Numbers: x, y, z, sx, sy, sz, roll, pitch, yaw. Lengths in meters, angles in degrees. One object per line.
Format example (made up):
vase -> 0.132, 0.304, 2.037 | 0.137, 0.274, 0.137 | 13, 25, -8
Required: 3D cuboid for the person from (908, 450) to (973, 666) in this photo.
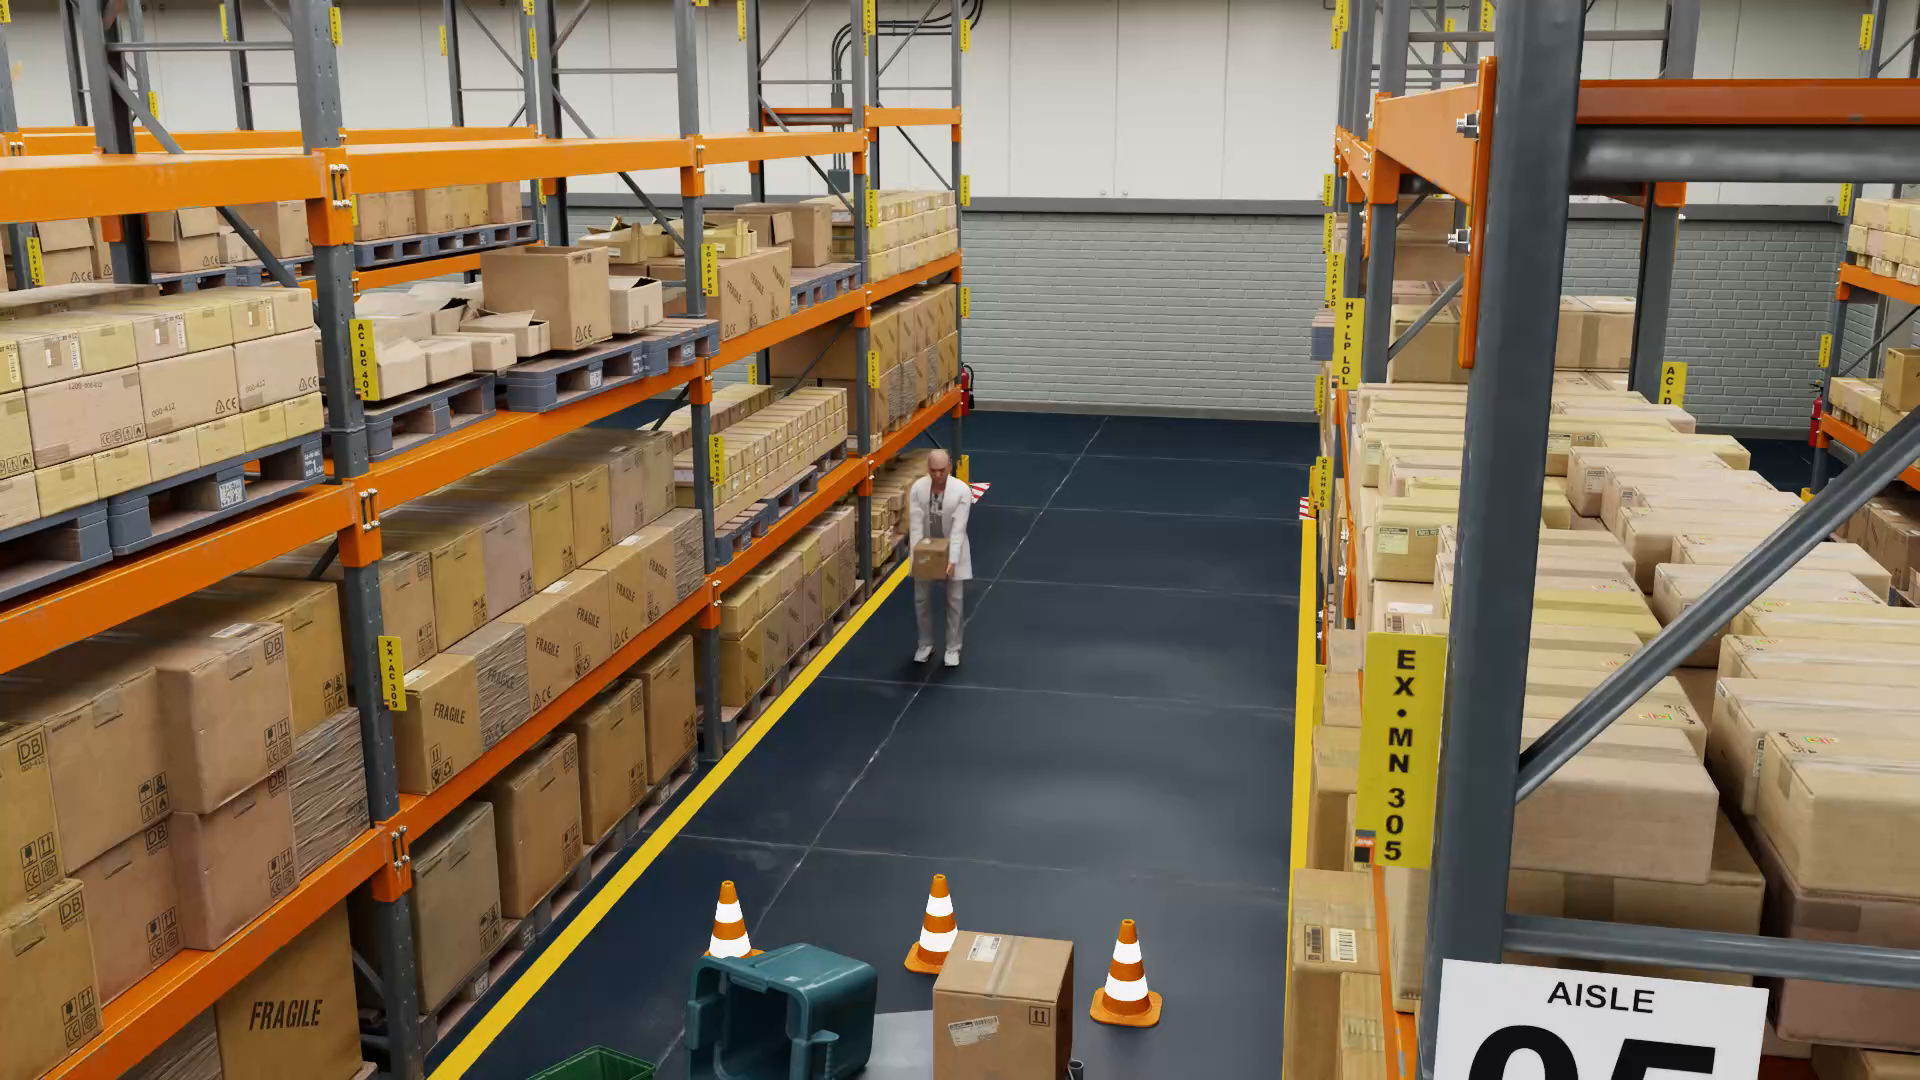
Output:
person -> -0.175, 0.131, 13.110 | 0.529, 1.744, 0.598 | 3, 15, 11
